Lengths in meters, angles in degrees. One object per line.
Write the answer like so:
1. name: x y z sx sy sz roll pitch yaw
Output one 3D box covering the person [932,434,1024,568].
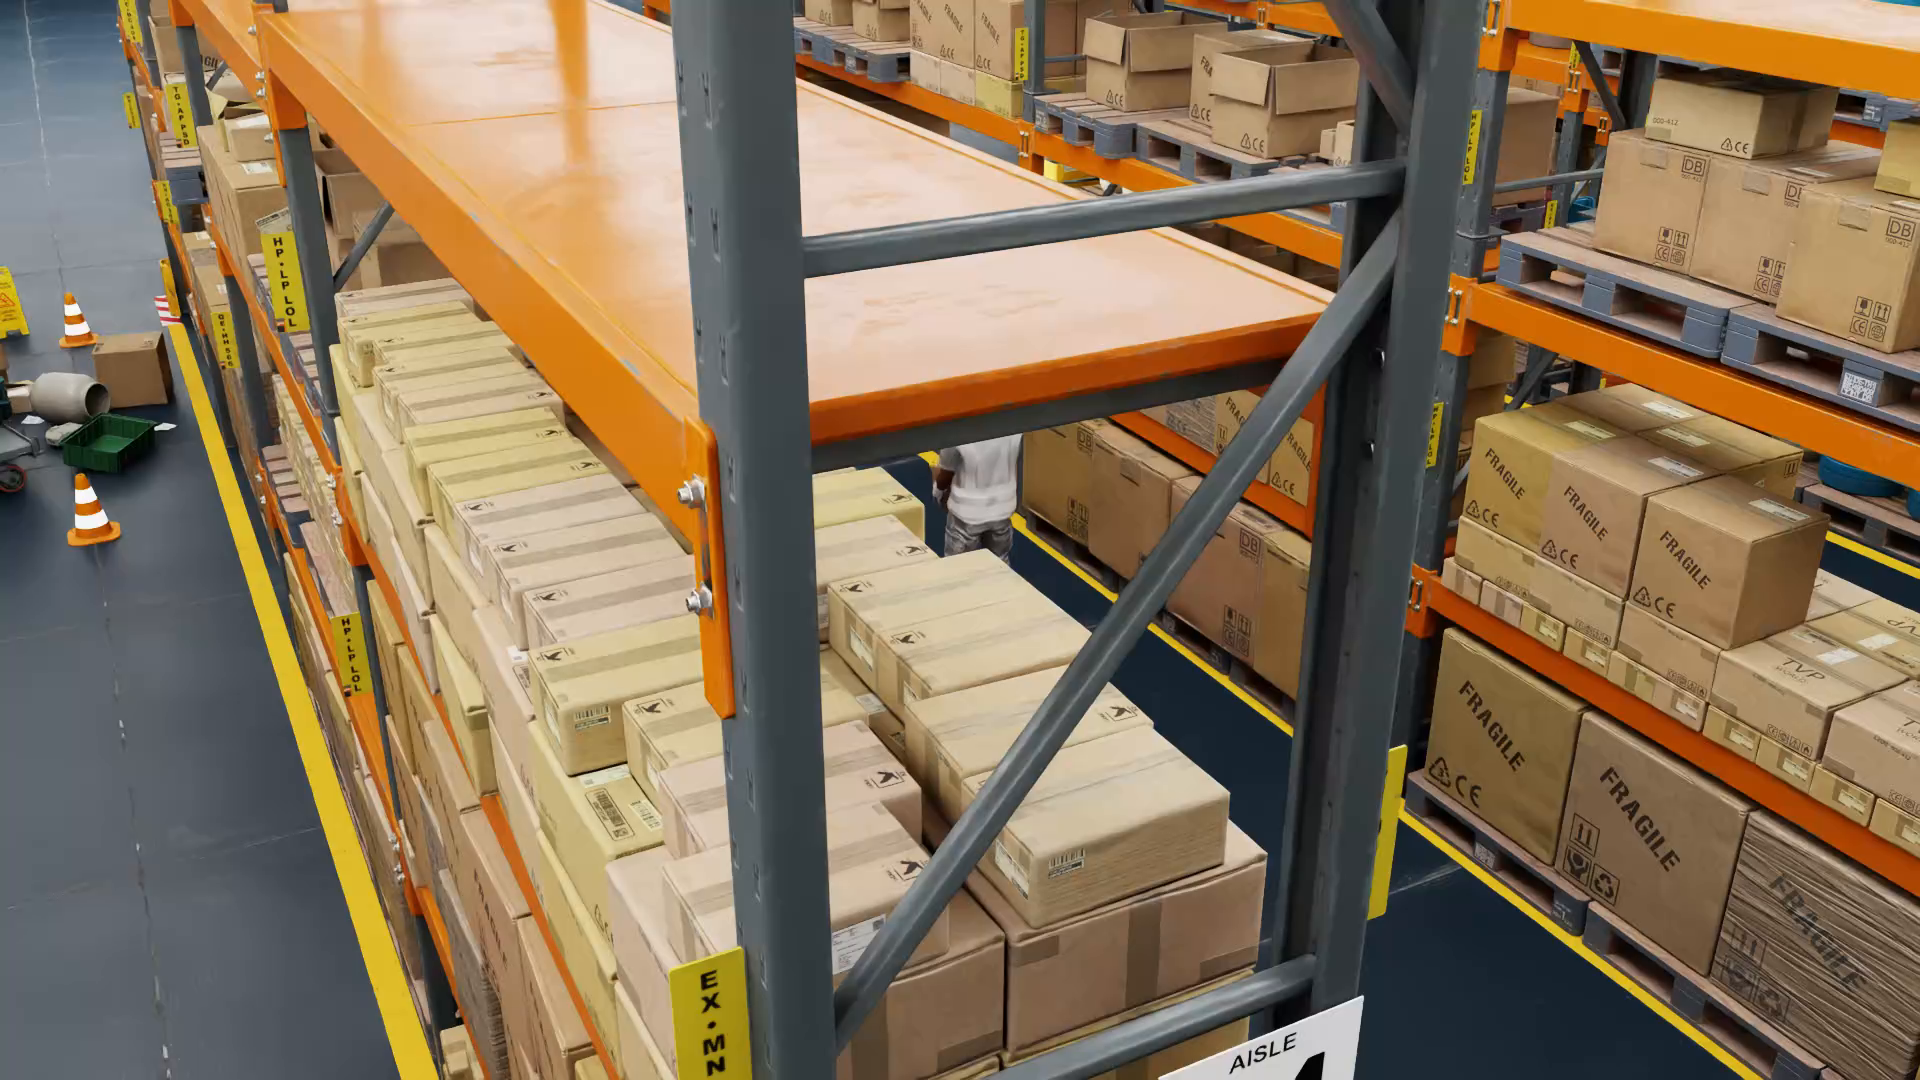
1. person: 0.106 -0.197 10.044 0.590 1.776 0.434 -13 28 -26
